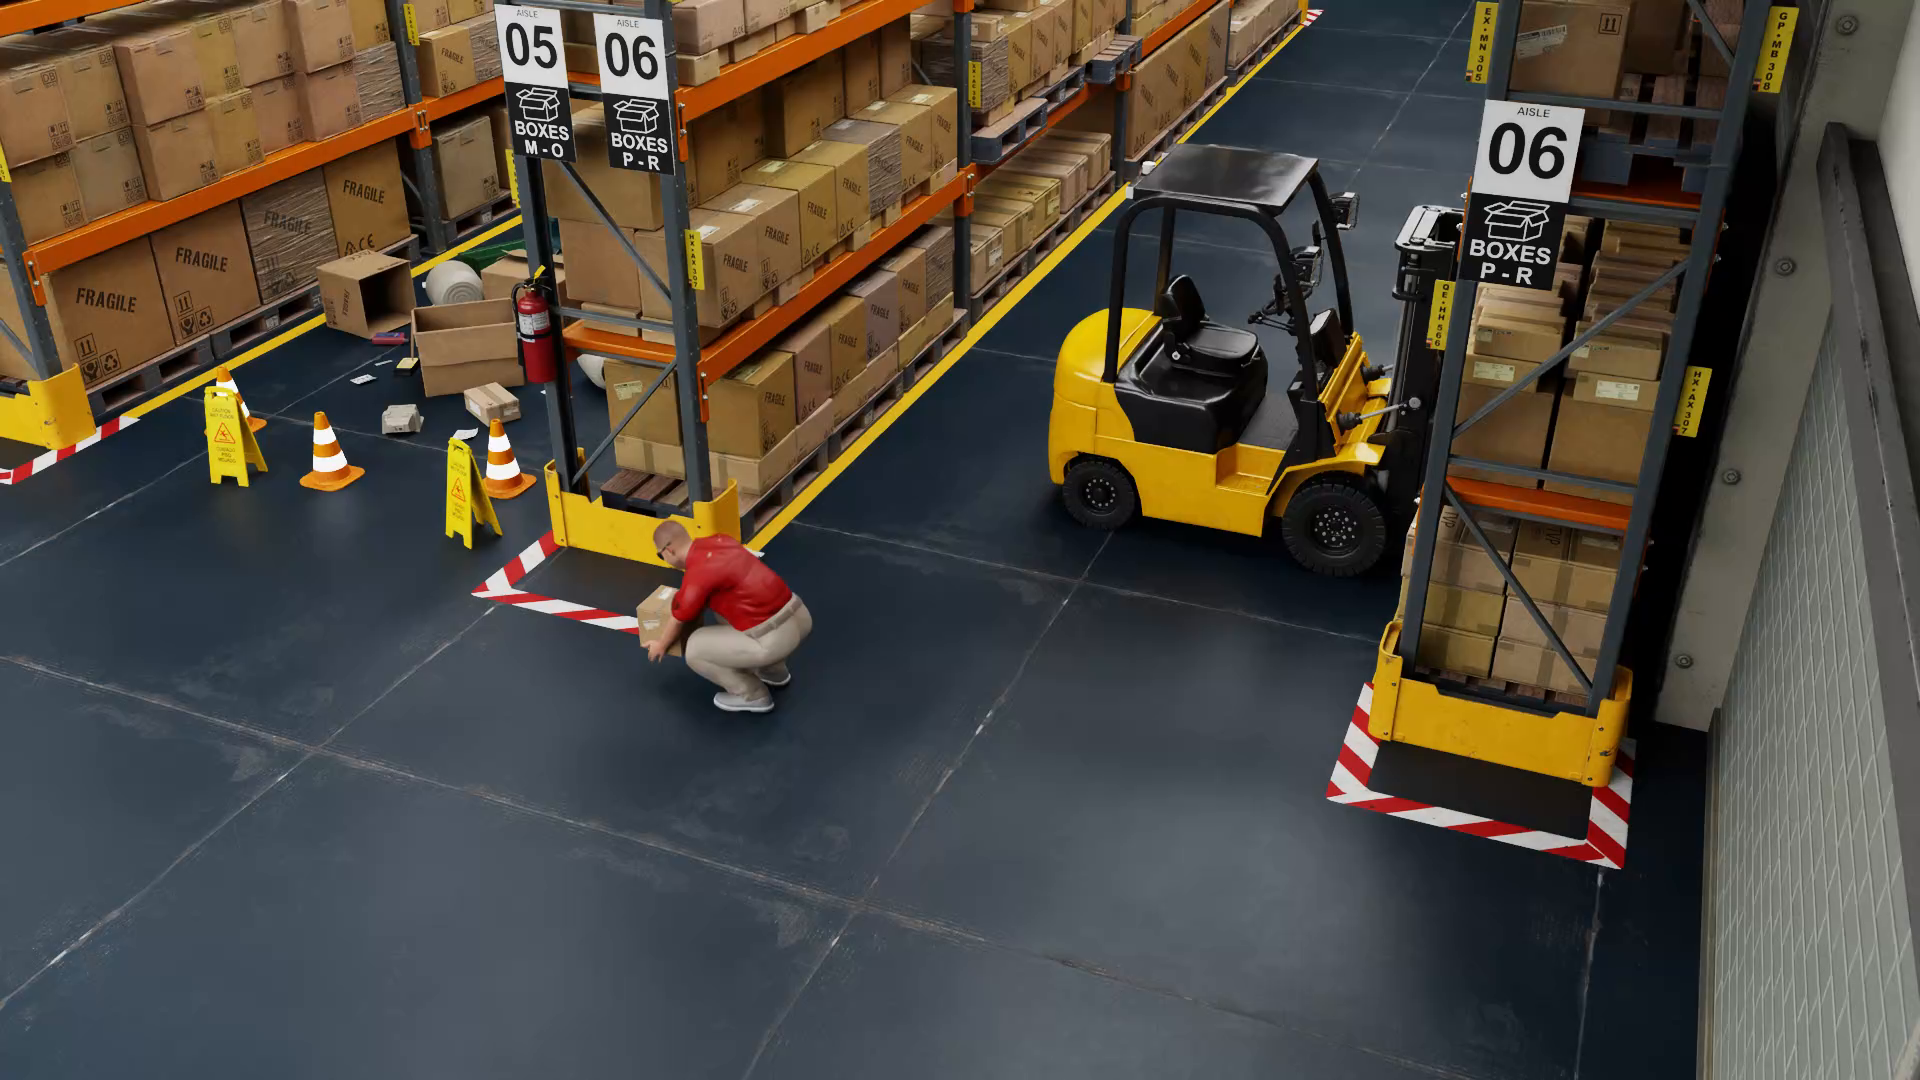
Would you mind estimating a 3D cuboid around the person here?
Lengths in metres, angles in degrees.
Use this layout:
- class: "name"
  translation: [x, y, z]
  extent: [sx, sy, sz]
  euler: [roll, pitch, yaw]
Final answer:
- class: "person"
  translation: [-1.215, 0.363, 8.556]
  extent: [0.879, 0.976, 0.526]
  euler: [11, 31, 18]
